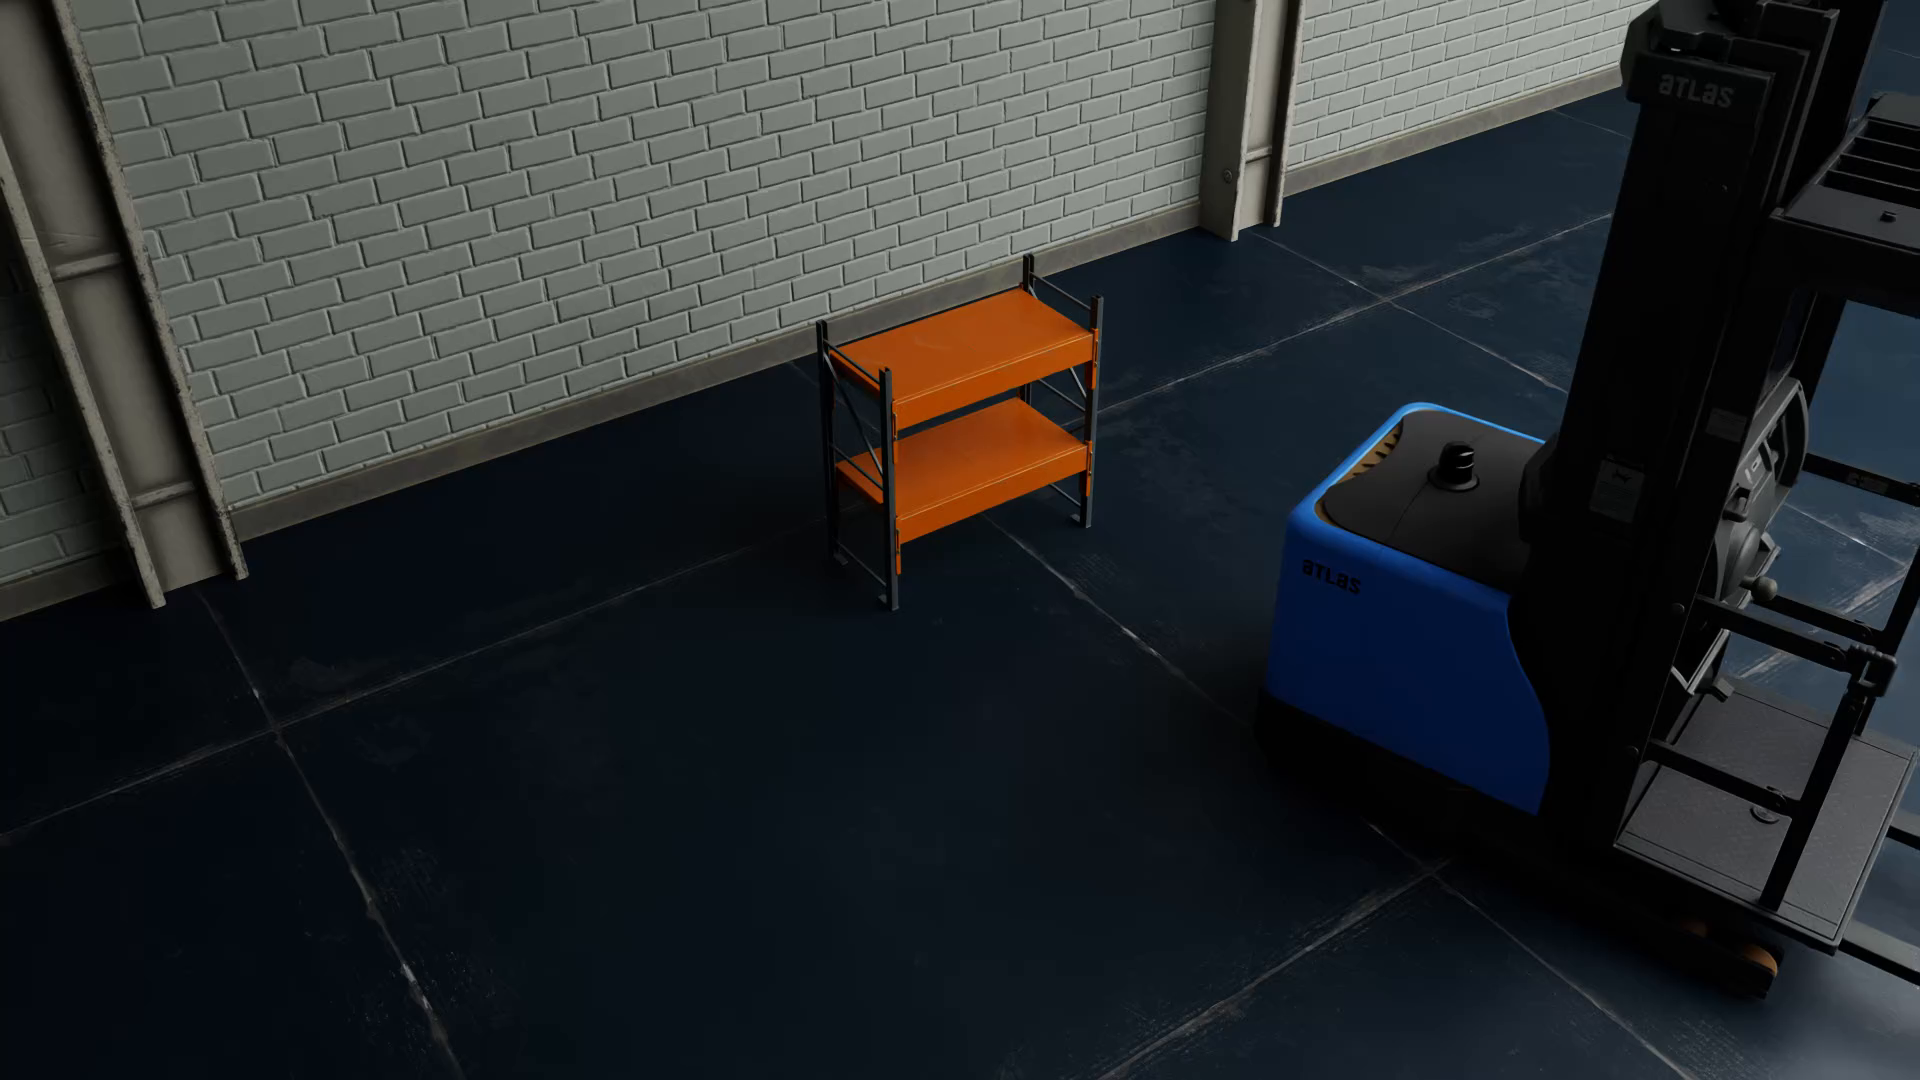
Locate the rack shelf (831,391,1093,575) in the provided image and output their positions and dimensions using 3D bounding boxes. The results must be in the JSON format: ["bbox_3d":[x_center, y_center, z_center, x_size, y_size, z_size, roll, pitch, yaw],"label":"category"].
[{"bbox_3d":[0.006,-0.260,7.067,1.000,0.278,0.538,-22,41,-28],"label":"rack shelf"}]

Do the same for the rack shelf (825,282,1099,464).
[{"bbox_3d":[0.006,-0.697,6.754,1.000,0.278,0.538,-22,41,-28],"label":"rack shelf"}]

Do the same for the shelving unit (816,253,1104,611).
[{"bbox_3d":[0.006,-0.459,6.925,1.048,1.125,0.538,-22,41,-28],"label":"shelving unit"}]

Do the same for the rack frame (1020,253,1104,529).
[{"bbox_3d":[0.421,-0.630,7.162,0.032,1.125,0.500,-22,41,-28],"label":"rack frame"}]

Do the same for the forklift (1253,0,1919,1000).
[{"bbox_3d":[2.561,-0.105,4.886,3.031,2.935,1.130,24,42,29],"label":"forklift"}]

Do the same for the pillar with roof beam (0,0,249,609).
[{"bbox_3d":[-0.777,-1.452,1.562,0.400,9.000,9.100,-22,41,-28],"label":"pillar with roof beam"}]

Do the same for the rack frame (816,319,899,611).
[{"bbox_3d":[-0.410,-0.288,6.687,0.032,1.125,0.500,-22,41,-28],"label":"rack frame"}]

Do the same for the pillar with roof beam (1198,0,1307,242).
[{"bbox_3d":[4.127,-3.471,4.368,0.400,9.000,9.100,-22,41,-28],"label":"pillar with roof beam"}]
